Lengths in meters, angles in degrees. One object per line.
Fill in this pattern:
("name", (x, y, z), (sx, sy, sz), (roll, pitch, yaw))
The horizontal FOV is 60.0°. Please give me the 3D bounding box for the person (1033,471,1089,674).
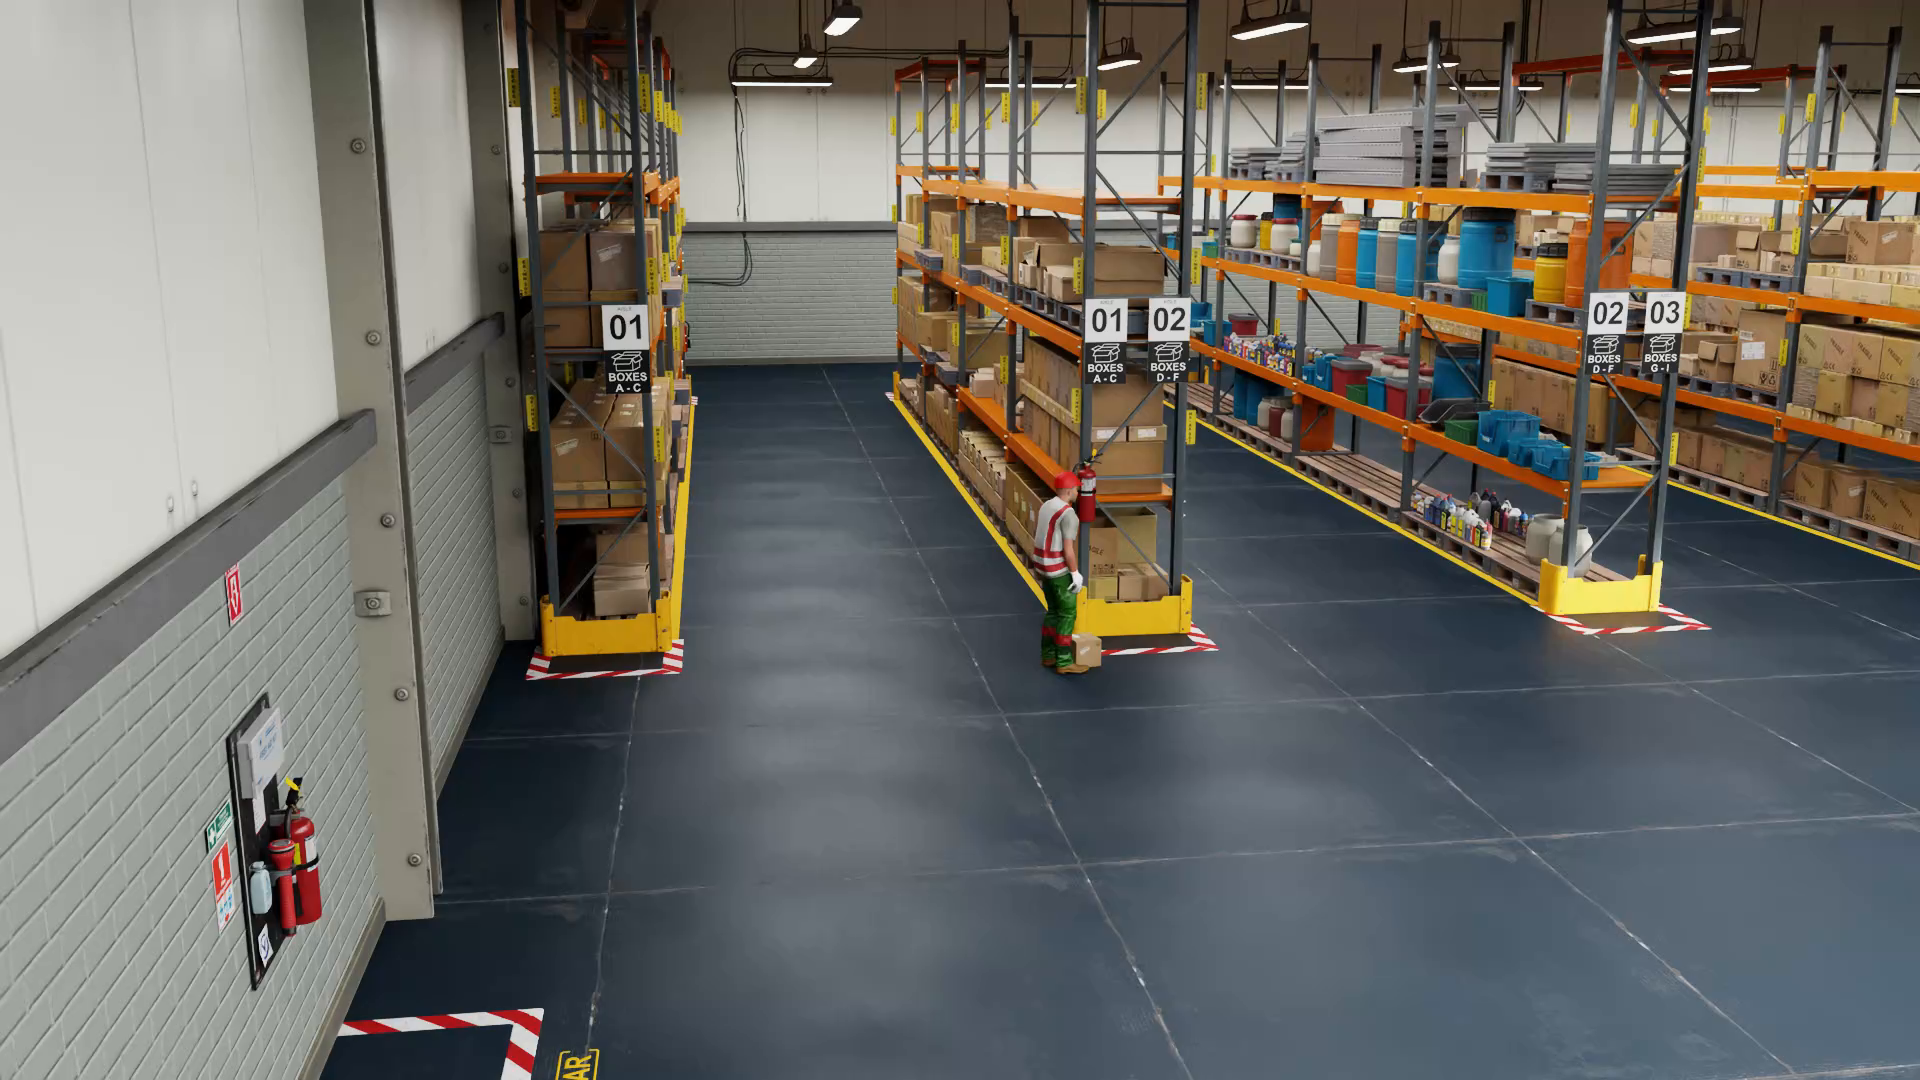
("person", (0.895, 0.273, 14.770), (0.452, 1.778, 0.614), (-6, 14, -23))
